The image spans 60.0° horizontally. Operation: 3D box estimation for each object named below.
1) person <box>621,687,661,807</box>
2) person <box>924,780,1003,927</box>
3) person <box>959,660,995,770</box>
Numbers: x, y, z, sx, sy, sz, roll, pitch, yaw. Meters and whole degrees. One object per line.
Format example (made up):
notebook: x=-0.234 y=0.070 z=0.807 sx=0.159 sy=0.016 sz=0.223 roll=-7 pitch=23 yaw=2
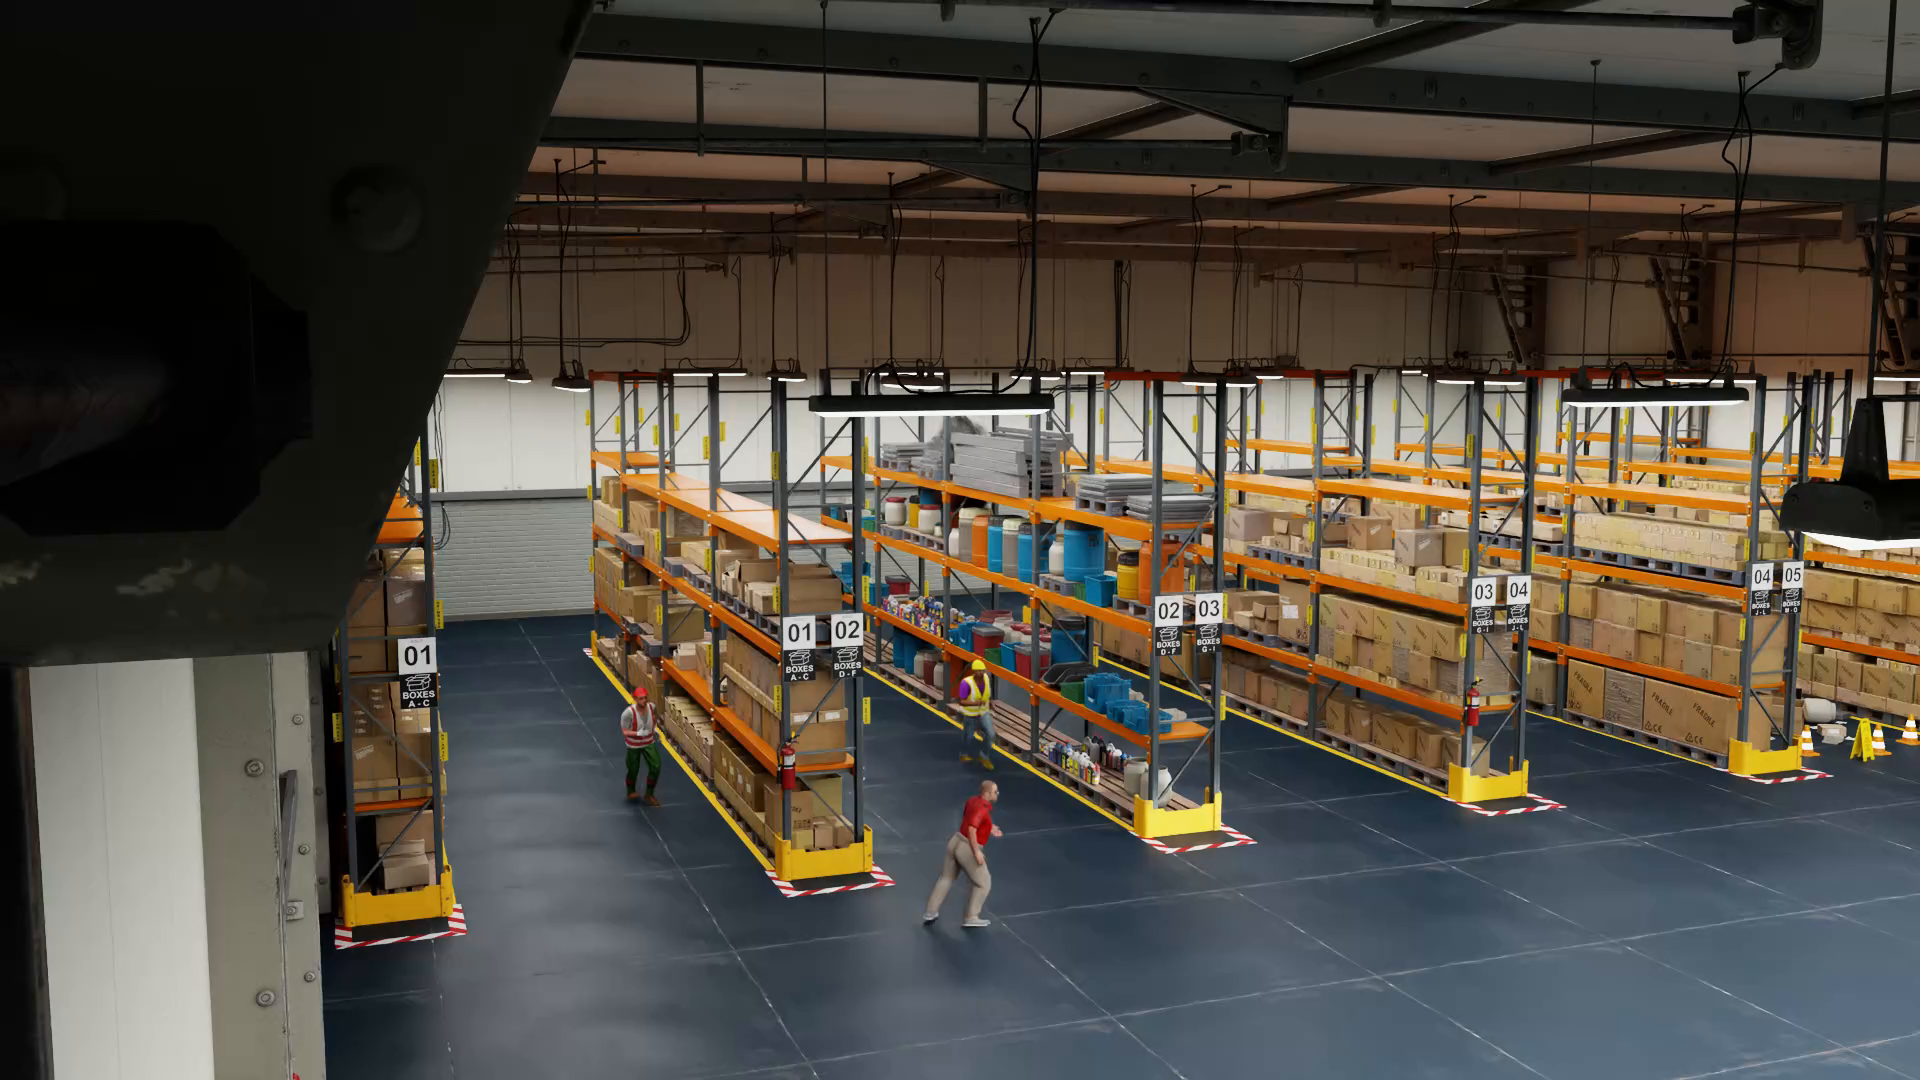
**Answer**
person: x=-4.464 y=2.875 z=23.258 sx=0.621 sy=1.724 sz=0.947 roll=-3 pitch=7 yaw=-28
person: x=0.077 y=3.472 z=18.474 sx=0.917 sy=1.653 sz=0.731 roll=-3 pitch=7 yaw=-26
person: x=0.245 y=2.650 z=25.352 sx=0.657 sy=1.714 sz=0.956 roll=-3 pitch=7 yaw=-22
